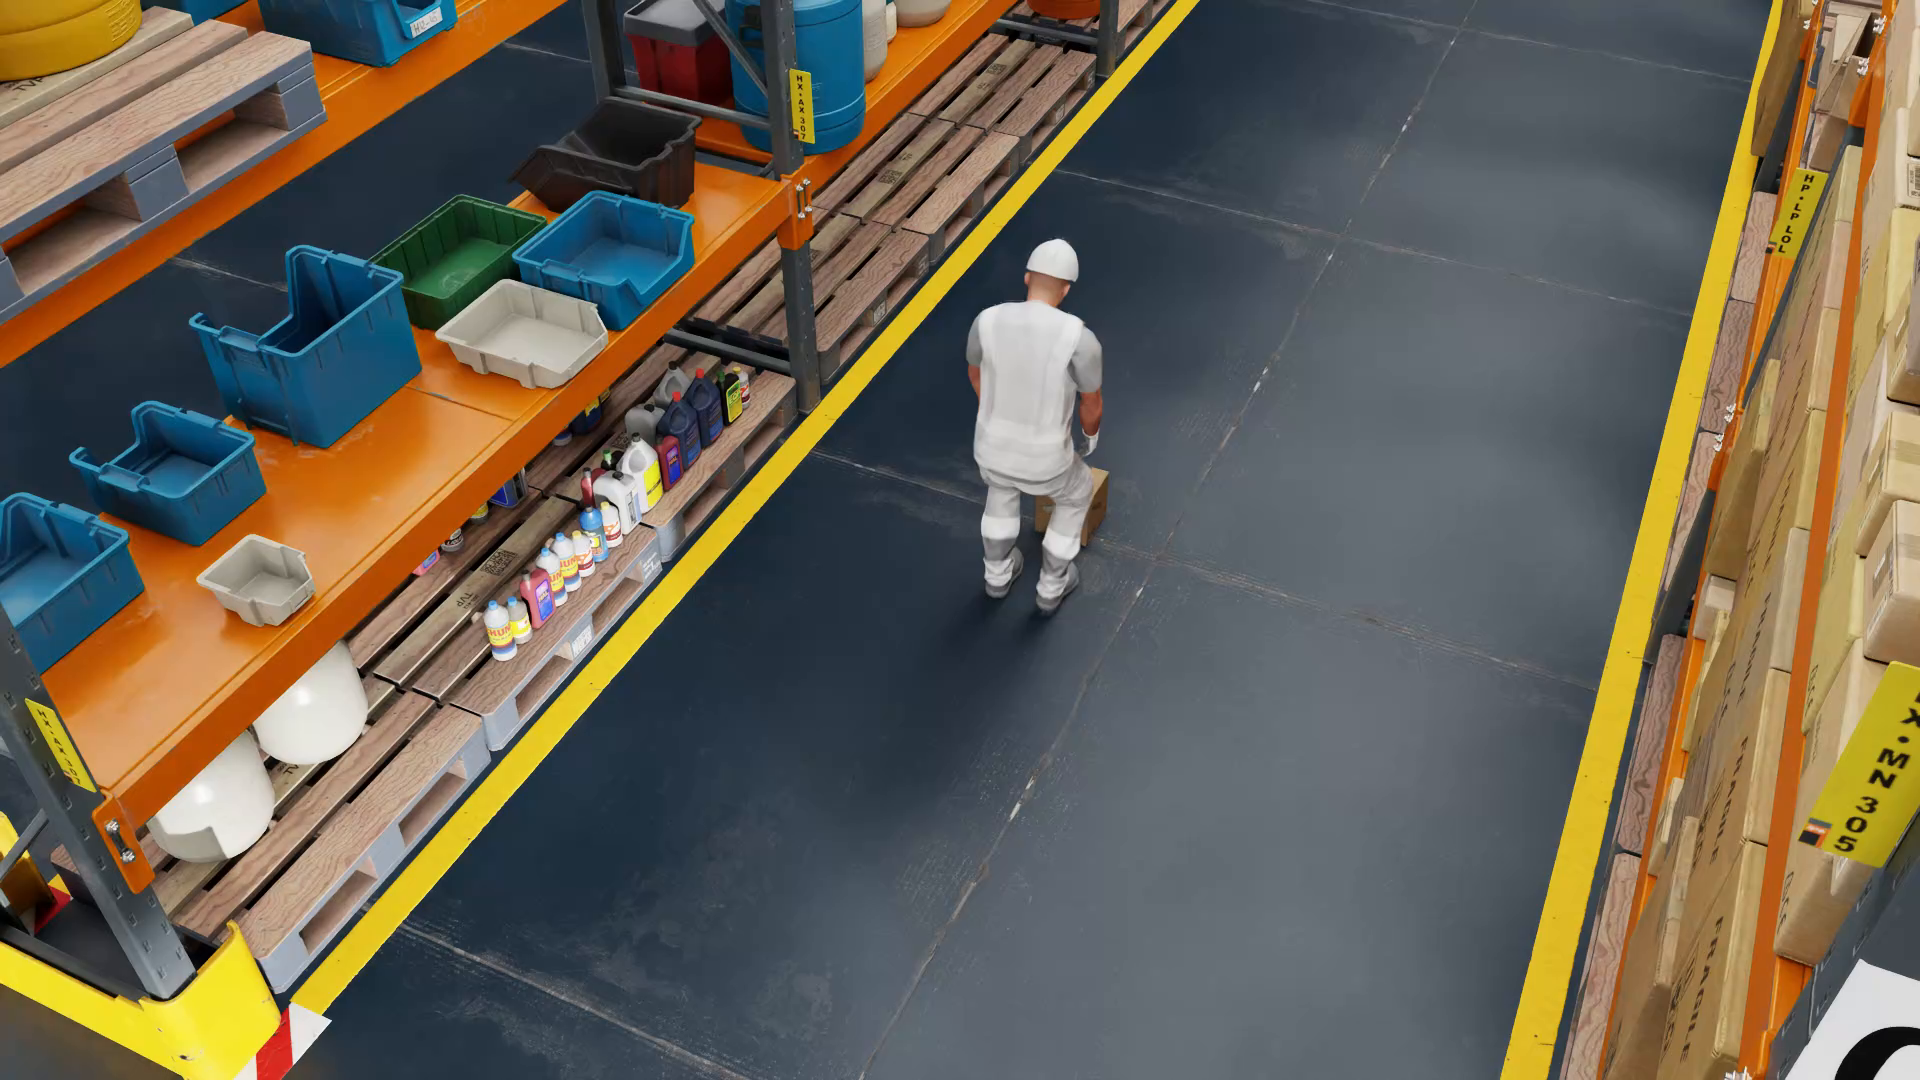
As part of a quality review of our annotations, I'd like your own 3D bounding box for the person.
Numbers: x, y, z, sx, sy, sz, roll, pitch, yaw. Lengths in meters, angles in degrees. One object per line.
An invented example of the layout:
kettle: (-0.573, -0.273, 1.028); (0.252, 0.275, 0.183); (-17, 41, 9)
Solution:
person: (0.288, -0.433, 6.770); (0.570, 1.604, 0.624); (18, 45, 19)
